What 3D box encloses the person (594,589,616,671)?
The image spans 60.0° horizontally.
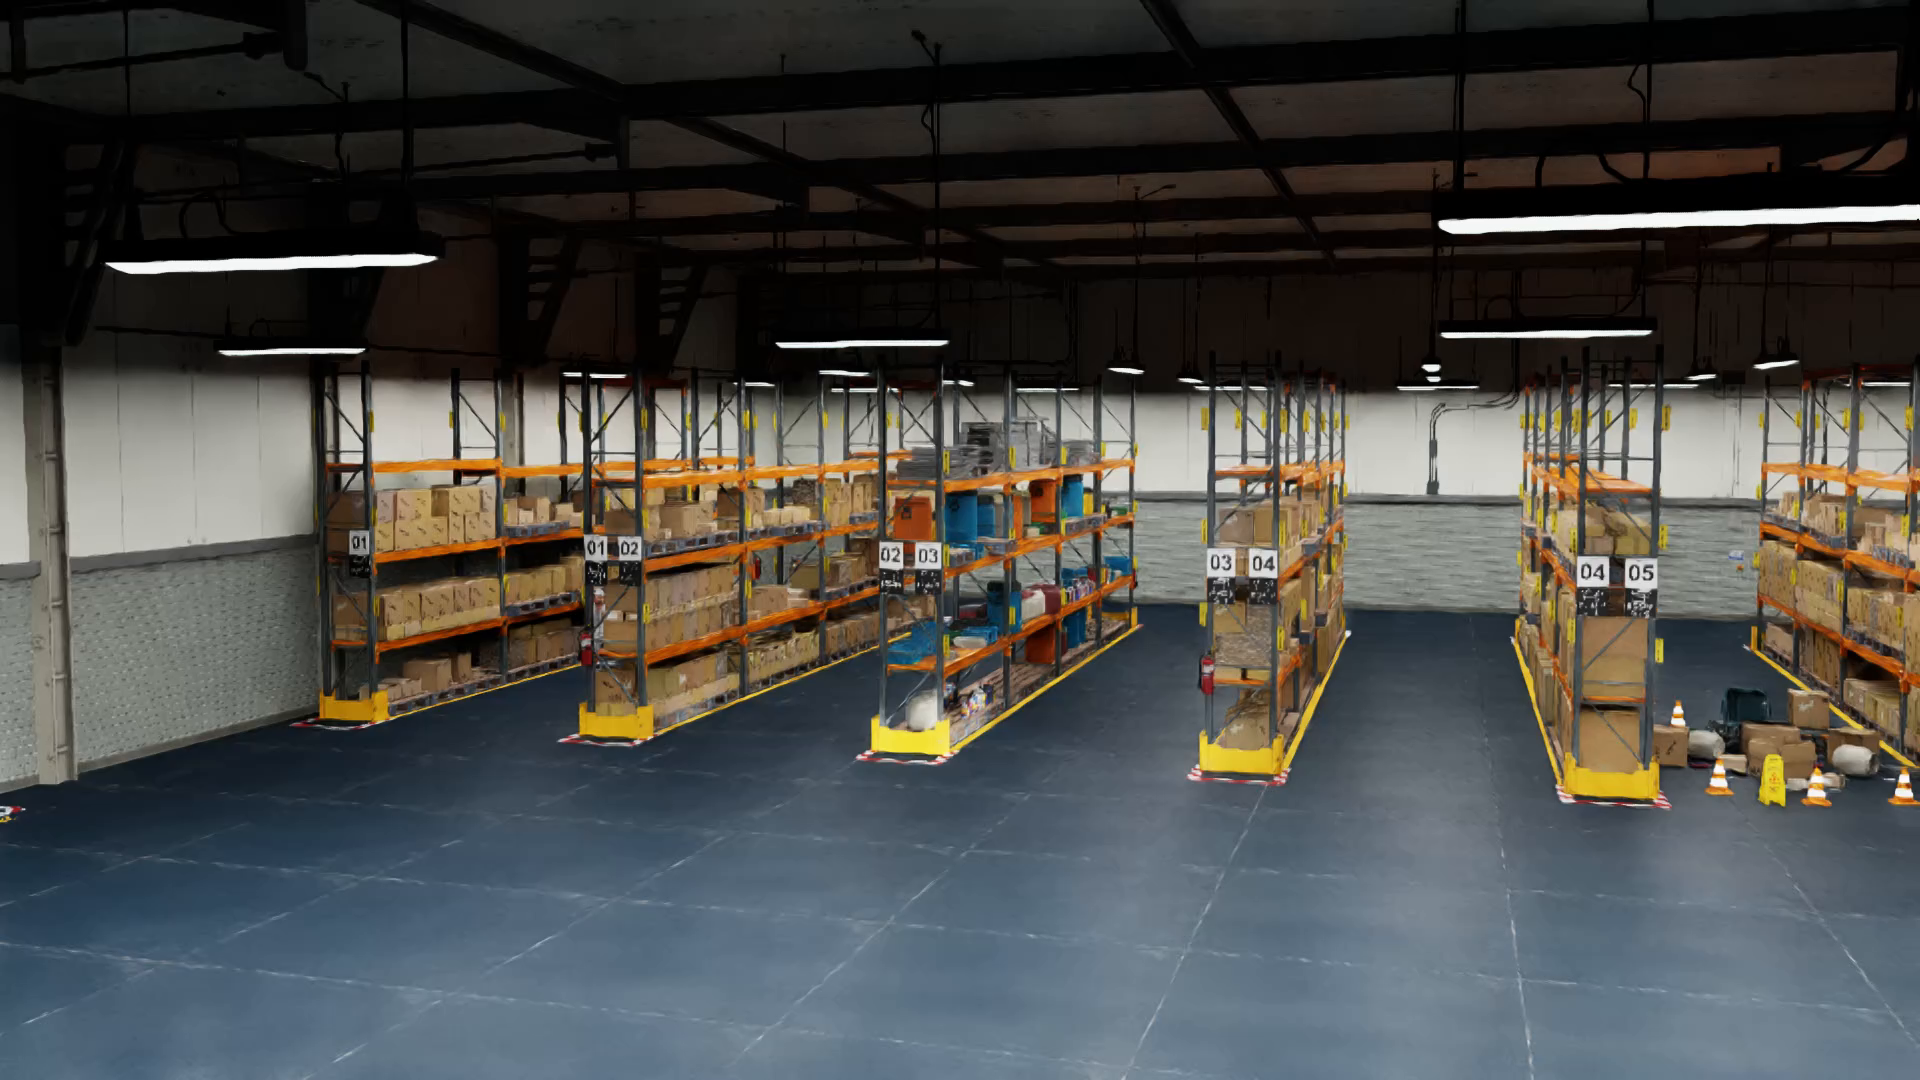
[{"bbox_3d":[-7.012,1.815,32.560,0.677,1.742,0.552,1,4,15],"label":"person"}]

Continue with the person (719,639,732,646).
[{"bbox_3d":[-5.164,1.666,35.902,0.417,1.517,1.032,1,4,18],"label":"person"}]

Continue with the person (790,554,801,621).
[{"bbox_3d":[-4.104,1.186,41.710,0.483,1.668,0.648,1,4,11],"label":"person"}]
